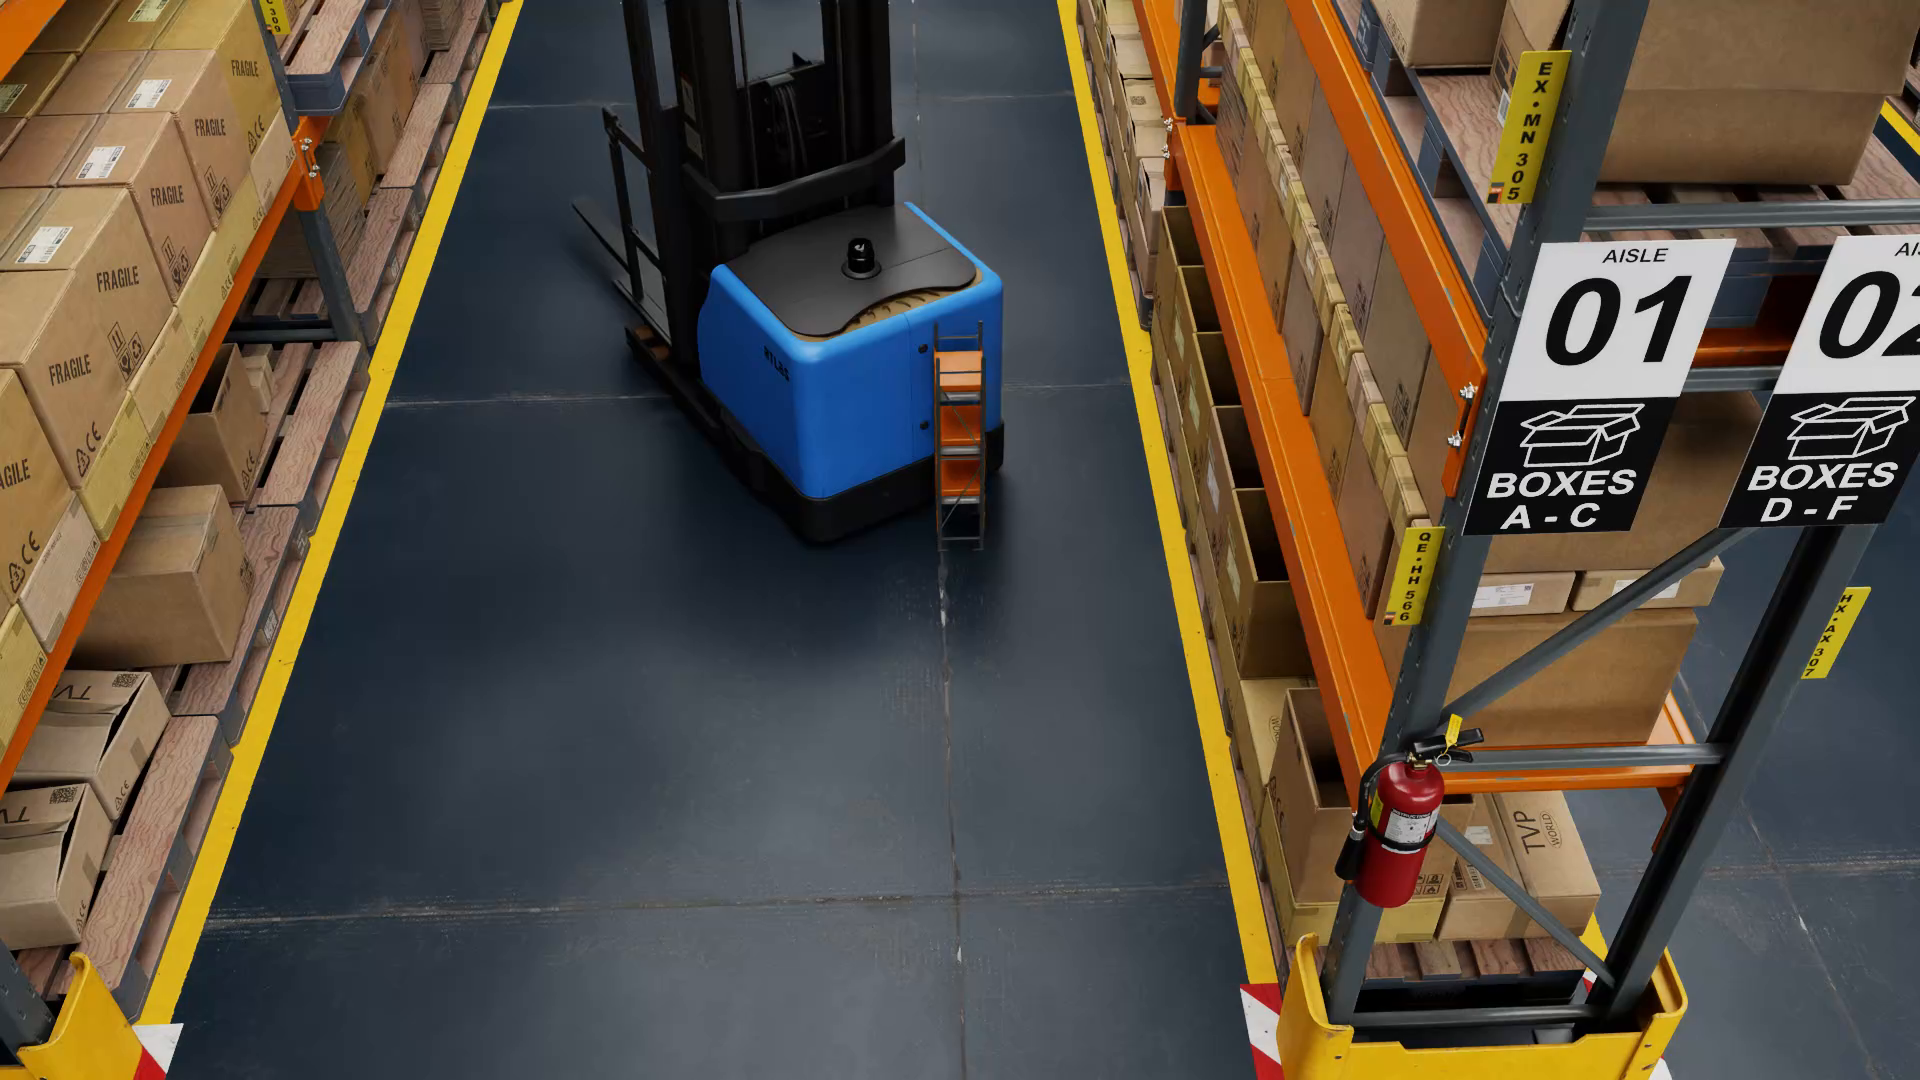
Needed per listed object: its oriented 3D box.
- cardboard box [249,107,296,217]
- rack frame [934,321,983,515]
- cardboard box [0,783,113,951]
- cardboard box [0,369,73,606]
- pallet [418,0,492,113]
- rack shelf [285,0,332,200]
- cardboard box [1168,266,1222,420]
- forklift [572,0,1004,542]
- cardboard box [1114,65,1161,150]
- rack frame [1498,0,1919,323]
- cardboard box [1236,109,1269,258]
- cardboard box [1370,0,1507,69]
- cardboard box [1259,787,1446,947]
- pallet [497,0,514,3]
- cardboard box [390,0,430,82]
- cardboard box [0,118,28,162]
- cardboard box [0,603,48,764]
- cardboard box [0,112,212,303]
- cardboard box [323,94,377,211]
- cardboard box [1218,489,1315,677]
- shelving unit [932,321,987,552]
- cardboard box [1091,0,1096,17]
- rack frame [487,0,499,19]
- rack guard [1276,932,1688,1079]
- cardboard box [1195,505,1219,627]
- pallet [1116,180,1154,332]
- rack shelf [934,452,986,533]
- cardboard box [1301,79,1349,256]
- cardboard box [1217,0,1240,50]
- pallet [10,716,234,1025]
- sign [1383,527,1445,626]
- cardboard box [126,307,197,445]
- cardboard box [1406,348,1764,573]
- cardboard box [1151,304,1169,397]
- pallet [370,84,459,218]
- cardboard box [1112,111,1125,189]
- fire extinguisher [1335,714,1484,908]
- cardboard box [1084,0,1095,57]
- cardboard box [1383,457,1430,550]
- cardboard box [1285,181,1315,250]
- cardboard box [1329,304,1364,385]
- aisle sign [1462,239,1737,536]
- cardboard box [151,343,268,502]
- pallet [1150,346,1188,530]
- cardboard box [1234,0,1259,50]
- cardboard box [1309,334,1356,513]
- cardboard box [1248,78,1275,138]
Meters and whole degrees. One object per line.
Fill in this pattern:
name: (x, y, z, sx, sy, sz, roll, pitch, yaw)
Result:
cardboard box: (-3.147, -1.598, 7.019, 0.500, 0.250, 0.500, -2, 43, -2)
rack frame: (-0.007, -0.506, 7.174, 0.200, 1.050, 0.008, -2, 43, -2)
cardboard box: (-3.239, 1.103, 5.641, 0.500, 0.311, 0.500, -6, 43, -7)
cardboard box: (-3.031, -0.150, 4.884, 0.500, 0.500, 0.500, -2, 43, -2)
pallet: (-3.608, -3.102, 10.627, 1.003, 0.211, 1.213, -2, 43, -2)
rack shelf: (-3.555, -3.042, 9.031, 1.077, 0.370, 4.000, -2, 43, -2)
cardboard box: (1.215, -0.860, 7.287, 0.500, 0.500, 0.500, -2, 43, -2)
forklift: (-1.021, -2.043, 7.460, 1.130, 2.935, 3.031, -24, 48, -24)
cardboard box: (1.128, -2.402, 9.110, 0.500, 0.311, 0.500, -2, 43, -2)
rack frame: (1.649, -1.612, 2.499, 1.000, 3.000, 0.127, -2, 43, -2)
cardboard box: (1.533, -1.483, 6.724, 0.700, 0.500, 0.500, -2, 43, -2)
cardboard box: (1.337, -1.428, 4.214, 0.500, 0.250, 0.500, -2, 43, -2)
cardboard box: (1.331, 1.104, 5.699, 0.500, 0.250, 0.500, -2, 43, -2)
pallet: (-3.598, -4.164, 11.786, 1.003, 0.211, 1.213, -2, 43, -2)
cardboard box: (-3.651, -3.062, 10.045, 0.700, 0.500, 0.500, -2, 43, -2)
cardboard box: (-3.625, -1.176, 6.004, 0.500, 0.500, 0.500, -1, 43, -1)
cardboard box: (-3.003, 0.453, 4.782, 0.500, 0.250, 0.500, -3, 43, -3)
cardboard box: (-3.103, -1.198, 6.028, 0.500, 0.500, 0.500, -3, 43, -3)
cardboard box: (-3.590, -2.041, 8.931, 0.700, 0.500, 0.500, -2, 43, -3)
cardboard box: (1.272, 0.153, 6.182, 0.500, 0.500, 0.500, -2, 43, -2)
shelving unit: (-0.002, -0.423, 7.084, 0.215, 1.050, 0.252, -2, 43, -2)
cardboard box: (1.069, -3.433, 10.234, 0.500, 0.311, 0.500, -3, 43, -3)
rack frame: (-3.640, -4.657, 10.260, 1.000, 3.000, 0.127, -2, 43, -2)
rack guard: (1.650, 1.537, 5.353, 1.175, 0.500, 0.348, -2, 43, -2)
cardboard box: (1.255, 0.092, 6.804, 0.500, 0.250, 0.500, -2, 43, -2)
pallet: (1.409, -1.570, 8.956, 1.003, 0.211, 1.213, -2, 43, -2)
rack shelf: (-0.002, -0.210, 7.279, 0.215, 0.259, 0.240, -2, 43, -2)
cardboard box: (1.568, -1.301, 5.565, 0.700, 0.500, 0.500, -2, 43, -2)
cardboard box: (1.297, -2.190, 7.015, 0.380, 0.149, 0.250, -2, 43, -2)
pallet: (-3.302, 1.171, 5.966, 1.003, 0.211, 1.213, -2, 43, -2)
sign: (1.106, 0.091, 4.048, 0.100, 0.325, 0.005, -2, 43, -2)
cardboard box: (-3.075, -0.582, 5.911, 0.500, 0.250, 0.500, -1, 43, -1)
cardboard box: (1.640, -0.267, 4.437, 0.700, 0.500, 0.500, -1, 43, -2)
cardboard box: (1.196, -0.921, 7.908, 0.500, 0.250, 0.500, -2, 43, -2)
pallet: (-3.559, -2.280, 9.731, 1.003, 0.211, 1.213, -2, 43, -2)
cardboard box: (1.130, -2.201, 9.305, 0.500, 0.250, 0.500, -1, 43, -1)
fire extinguisher: (1.190, 0.721, 4.451, 0.296, 0.674, 0.183, -2, 43, -2)
cardboard box: (1.060, -3.242, 10.440, 0.500, 0.250, 0.500, -3, 43, -3)
cardboard box: (1.430, -0.106, 4.741, 0.380, 0.149, 0.250, -1, 43, -1)
cardboard box: (1.366, -1.145, 5.875, 0.380, 0.149, 0.250, -2, 43, -2)
cardboard box: (1.399, -0.626, 5.309, 0.380, 0.149, 0.250, 0, 43, 0)
aisle sign: (1.358, -0.307, 3.590, 0.394, 0.787, 0.004, -2, 43, -2)
cardboard box: (-3.386, -0.498, 7.247, 0.500, 0.500, 0.500, -5, 43, -5)
pallet: (1.471, -0.535, 7.827, 1.003, 0.211, 1.213, -2, 43, -2)
cardboard box: (1.504, -2.317, 6.674, 0.700, 0.500, 0.500, -1, 43, -2)
cardboard box: (1.600, -0.443, 5.589, 0.700, 0.500, 0.500, -1, 43, -2)
cardboard box: (1.333, -1.670, 6.447, 0.380, 0.149, 0.250, -2, 43, -2)
